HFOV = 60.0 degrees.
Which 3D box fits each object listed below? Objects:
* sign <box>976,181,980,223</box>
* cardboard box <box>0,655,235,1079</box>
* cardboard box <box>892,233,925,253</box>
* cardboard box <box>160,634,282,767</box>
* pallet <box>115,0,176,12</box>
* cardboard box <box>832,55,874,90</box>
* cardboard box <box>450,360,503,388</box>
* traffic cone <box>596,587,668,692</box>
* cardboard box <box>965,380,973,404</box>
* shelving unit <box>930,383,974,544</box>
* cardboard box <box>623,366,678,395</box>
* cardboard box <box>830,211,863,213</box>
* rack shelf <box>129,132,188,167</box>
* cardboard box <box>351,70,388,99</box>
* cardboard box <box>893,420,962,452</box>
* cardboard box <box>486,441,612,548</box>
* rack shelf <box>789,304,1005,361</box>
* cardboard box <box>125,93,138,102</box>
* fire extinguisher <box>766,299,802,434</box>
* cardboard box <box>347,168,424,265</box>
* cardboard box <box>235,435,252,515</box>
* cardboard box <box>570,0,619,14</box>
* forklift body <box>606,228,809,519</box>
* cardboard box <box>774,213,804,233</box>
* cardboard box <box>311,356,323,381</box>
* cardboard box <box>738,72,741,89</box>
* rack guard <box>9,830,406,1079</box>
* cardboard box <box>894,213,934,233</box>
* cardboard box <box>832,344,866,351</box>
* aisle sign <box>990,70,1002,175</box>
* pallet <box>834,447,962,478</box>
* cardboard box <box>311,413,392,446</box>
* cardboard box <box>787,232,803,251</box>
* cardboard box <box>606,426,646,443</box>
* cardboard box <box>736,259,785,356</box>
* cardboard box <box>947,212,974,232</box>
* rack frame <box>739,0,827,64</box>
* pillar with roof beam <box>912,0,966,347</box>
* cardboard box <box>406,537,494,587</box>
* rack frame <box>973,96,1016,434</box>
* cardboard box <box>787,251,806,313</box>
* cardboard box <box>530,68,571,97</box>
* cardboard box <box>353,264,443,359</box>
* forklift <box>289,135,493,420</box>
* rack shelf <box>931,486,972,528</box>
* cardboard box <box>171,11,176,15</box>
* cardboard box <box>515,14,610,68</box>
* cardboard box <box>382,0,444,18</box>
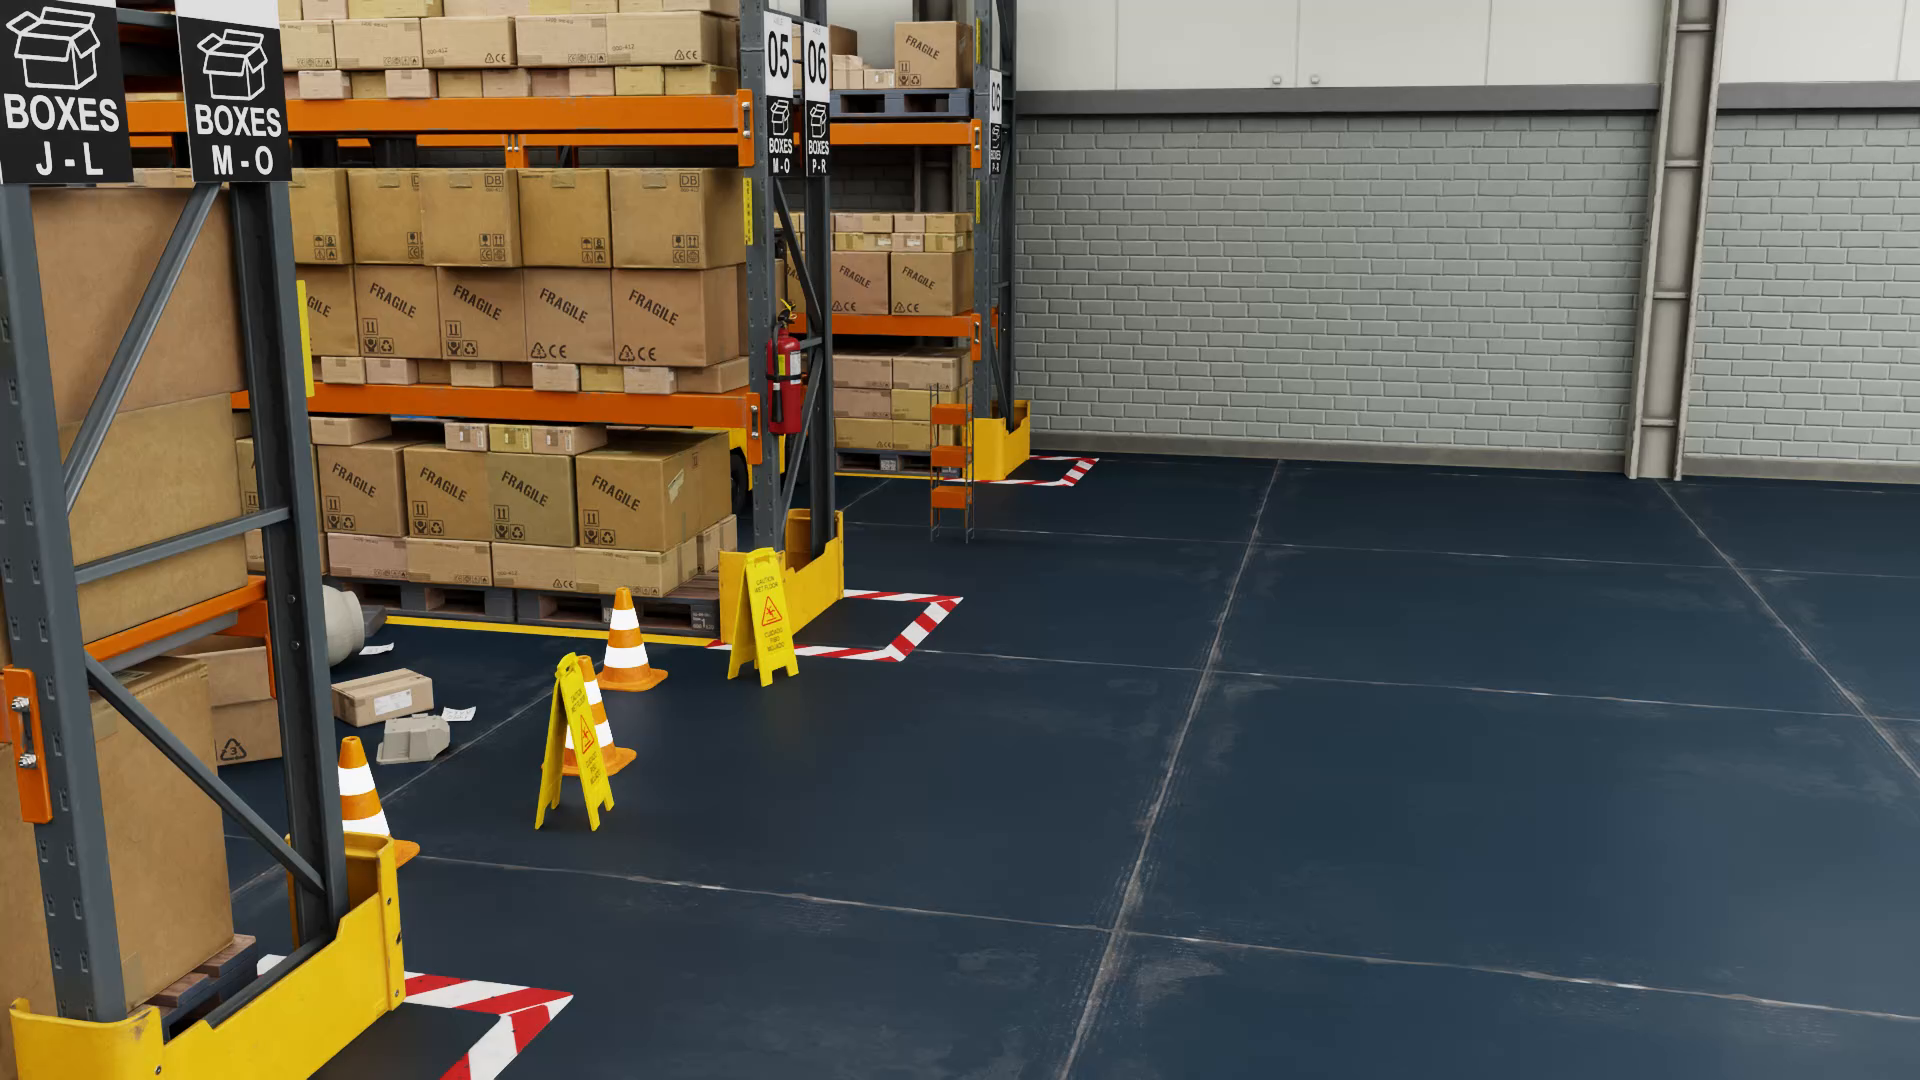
[{"bbox_3d":[0.143,-2.638,12.979,0.005,0.325,0.100,3,13,14],"label":"sign"},{"bbox_3d":[-2.661,0.831,4.501,0.875,0.875,0.875,3,13,14],"label":"cardboard box"},{"bbox_3d":[-0.373,-2.402,13.407,0.250,0.149,0.380,3,13,14],"label":"cardboard box"},{"bbox_3d":[-3.211,0.633,7.217,0.637,0.503,0.797,-6,14,-25],"label":"cardboard box"},{"bbox_3d":[-2.710,-1.438,4.068,1.213,0.211,1.003,3,13,14],"label":"pallet"},{"bbox_3d":[-0.837,-3.715,13.240,0.258,0.266,0.396,3,13,14],"label":"cardboard box"},{"bbox_3d":[-2.572,-0.930,9.080,0.250,0.149,0.380,3,13,13],"label":"cardboard box"},{"bbox_3d":[-1.626,0.461,8.088,0.334,0.463,0.336,3,13,14],"label":"traffic cone"},{"bbox_3d":[-0.120,-1.245,14.146,0.500,0.250,0.500,3,13,15],"label":"cardboard box"},{"bbox_3d":[-0.052,-0.515,11.133,0.252,1.050,0.215,3,13,14],"label":"shelving unit"},{"bbox_3d":[-1.586,-0.868,8.801,0.250,0.149,0.380,3,13,13],"label":"cardboard box"},{"bbox_3d":[-0.993,-2.699,14.060,0.250,0.149,0.380,3,13,15],"label":"cardboard box"},{"bbox_3d":[-6.724,-2.451,10.092,4.000,0.370,1.077,3,13,14],"label":"rack shelf"},{"bbox_3d":[-3.039,-2.428,8.906,0.250,0.149,0.380,3,13,14],"label":"cardboard box"},{"bbox_3d":[-0.245,-0.891,13.704,0.500,0.250,0.500,3,13,14],"label":"cardboard box"},{"bbox_3d":[-2.247,-0.268,9.166,0.500,0.500,0.500,4,13,16],"label":"cardboard box"},{"bbox_3d":[-1.655,-1.823,14.187,4.000,0.370,1.077,3,13,14],"label":"rack shelf"},{"bbox_3d":[-4.536,-2.507,9.265,0.250,0.149,0.380,3,13,13],"label":"cardboard box"},{"bbox_3d":[-0.899,-0.886,8.480,0.183,0.674,0.296,3,13,14],"label":"fire extinguisher"},{"bbox_3d":[-2.908,-1.777,9.092,0.500,0.500,0.700,3,13,13],"label":"cardboard box"},{"bbox_3d":[-4.275,-0.376,9.648,0.500,0.500,0.500,4,13,16],"label":"cardboard box"},{"bbox_3d":[-1.792,-2.744,8.490,0.250,0.149,0.380,3,13,13],"label":"cardboard box"},{"bbox_3d":[-1.992,-1.371,12.447,1.214,2.155,2.313,3,13,14],"label":"forklift body"},{"bbox_3d":[-1.375,-2.601,13.615,0.250,0.149,0.380,3,13,15],"label":"cardboard box"},{"bbox_3d":[-3.533,-0.991,9.354,0.250,0.149,0.380,3,13,13],"label":"cardboard box"},{"bbox_3d":[-1.143,-2.454,9.023,0.250,0.149,0.380,3,13,14],"label":"cardboard box"},{"bbox_3d":[-1.964,1.241,4.485,0.348,0.500,1.175,3,13,14],"label":"rack guard"},{"bbox_3d":[-0.359,-2.562,13.440,0.250,0.149,0.380,3,13,14],"label":"cardboard box"},{"bbox_3d":[-1.104,-1.539,14.317,0.500,0.250,0.500,3,13,13],"label":"cardboard box"},{"bbox_3d":[0.280,-3.275,13.066,0.004,0.787,0.394,3,13,14],"label":"aisle sign"},{"bbox_3d":[-0.466,-0.740,14.082,1.213,0.211,1.003,3,13,14],"label":"pallet"},{"bbox_3d":[-3.406,-0.633,9.313,0.250,0.149,0.380,4,13,17],"label":"cardboard box"},{"bbox_3d":[-1.369,-2.457,13.652,0.250,0.149,0.380,3,13,14],"label":"cardboard box"},{"bbox_3d":[-2.148,-0.383,9.681,0.500,0.500,0.500,3,13,11],"label":"cardboard box"},{"bbox_3d":[-1.293,-1.304,9.266,0.500,0.500,0.500,3,13,13],"label":"cardboard box"},{"bbox_3d":[0.012,-2.644,13.809,0.250,0.149,0.380,3,13,12],"label":"cardboard box"},{"bbox_3d":[-0.899,-3.955,8.286,0.127,3.000,1.000,3,13,14],"label":"rack frame"},{"bbox_3d":[-1.205,-4.320,9.928,0.400,9.000,9.100,3,13,14],"label":"pillar with roof beam"},{"bbox_3d":[-2.759,0.071,9.368,0.500,0.250,0.500,3,13,12],"label":"cardboard box"},{"bbox_3d":[0.286,-2.071,13.641,0.127,3.000,1.000,3,13,14],"label":"rack frame"},{"bbox_3d":[-1.253,-2.145,13.746,0.500,0.500,0.500,3,13,12],"label":"cardboard box"},{"bbox_3d":[-2.042,-2.382,8.700,0.250,0.149,0.380,3,13,14],"label":"cardboard box"},{"bbox_3d":[-2.950,-1.275,9.136,0.500,0.500,0.500,3,13,14],"label":"cardboard box"},{"bbox_3d":[-4.297,-1.891,12.989,1.130,2.935,3.031,4,13,18],"label":"forklift"},{"bbox_3d":[-0.052,-0.234,11.195,0.240,0.259,0.215,3,13,14],"label":"rack shelf"},{"bbox_3d":[-4.041,-2.857,9.000,0.250,0.149,0.380,3,13,12],"label":"cardboard box"},{"bbox_3d":[-1.946,-2.562,8.590,0.500,0.250,0.500,3,13,13],"label":"cardboard box"},{"bbox_3d":[-2.795,-2.786,8.677,0.250,0.149,0.380,3,13,15],"label":"cardboard box"}]
